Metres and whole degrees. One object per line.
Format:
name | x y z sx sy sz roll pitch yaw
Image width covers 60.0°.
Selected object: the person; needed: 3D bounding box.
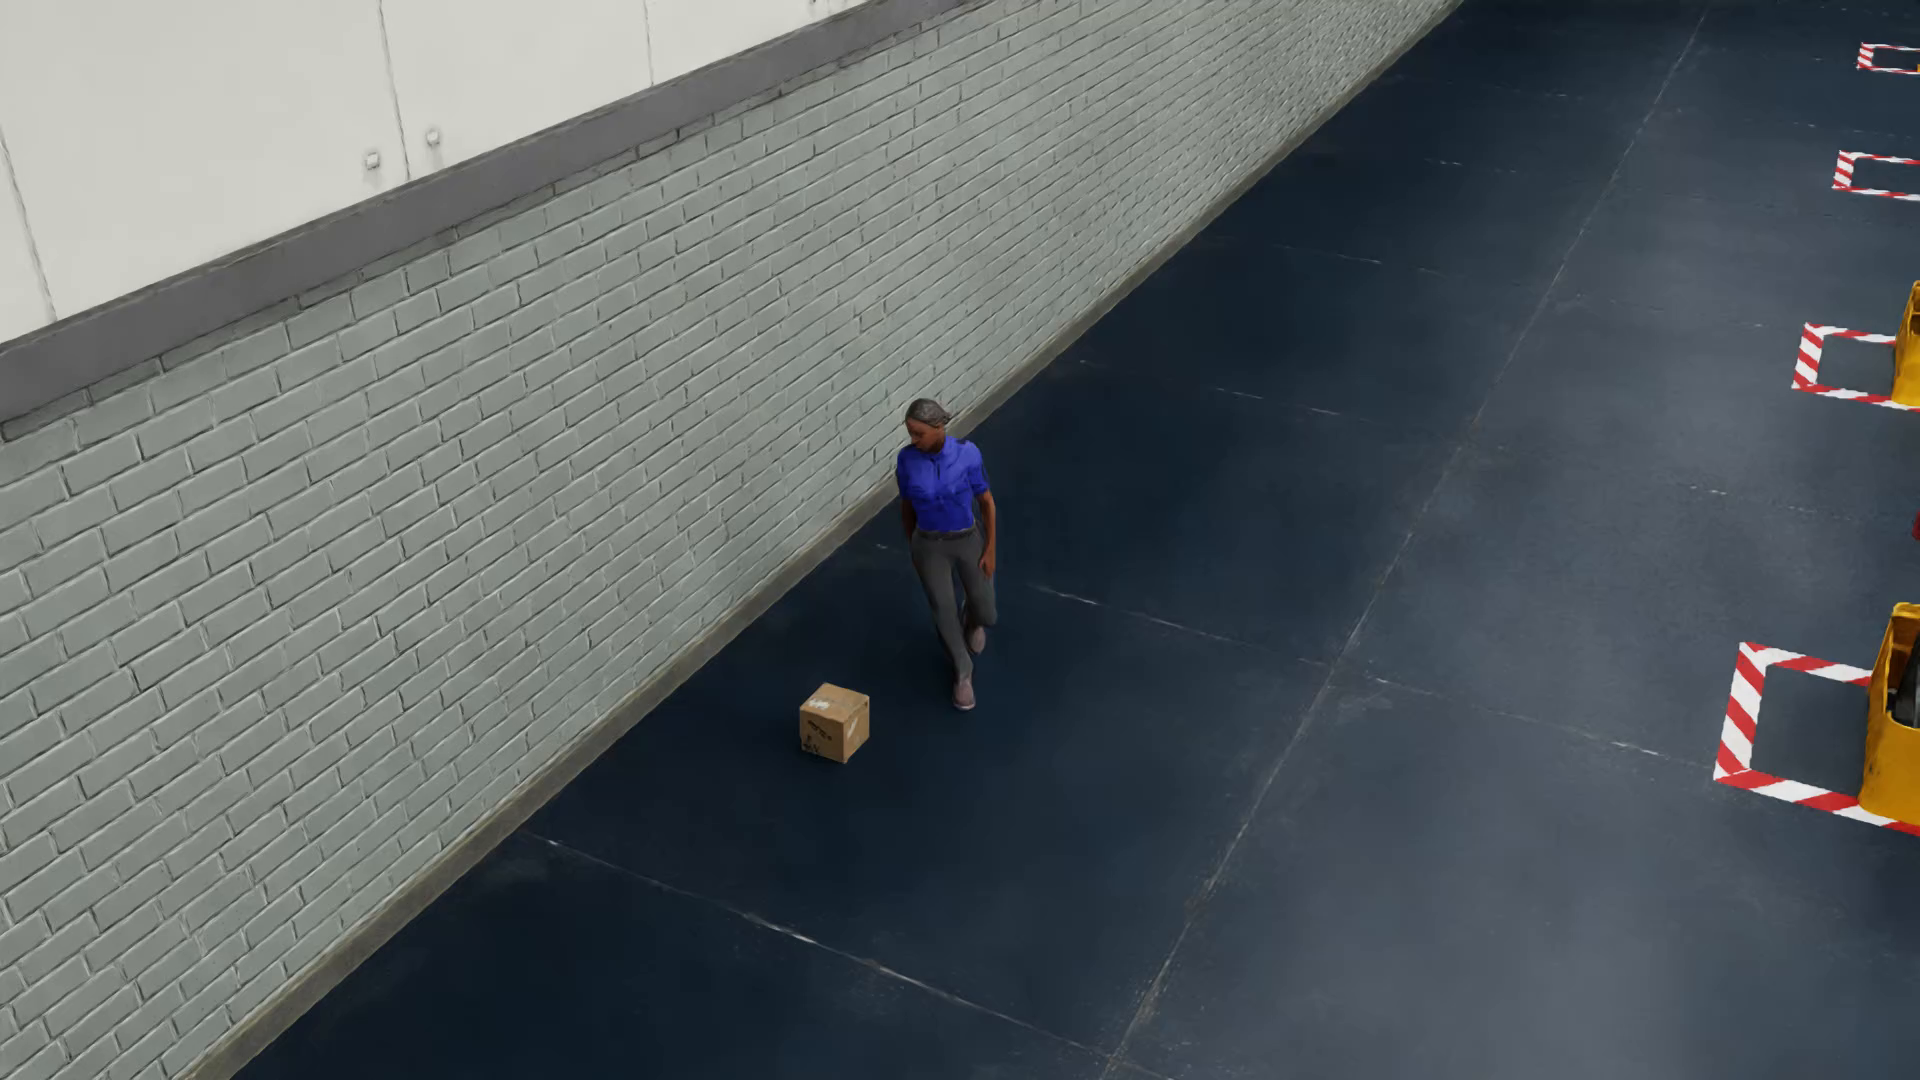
person | -0.061 0.014 8.285 0.504 1.629 0.622 1 30 2
